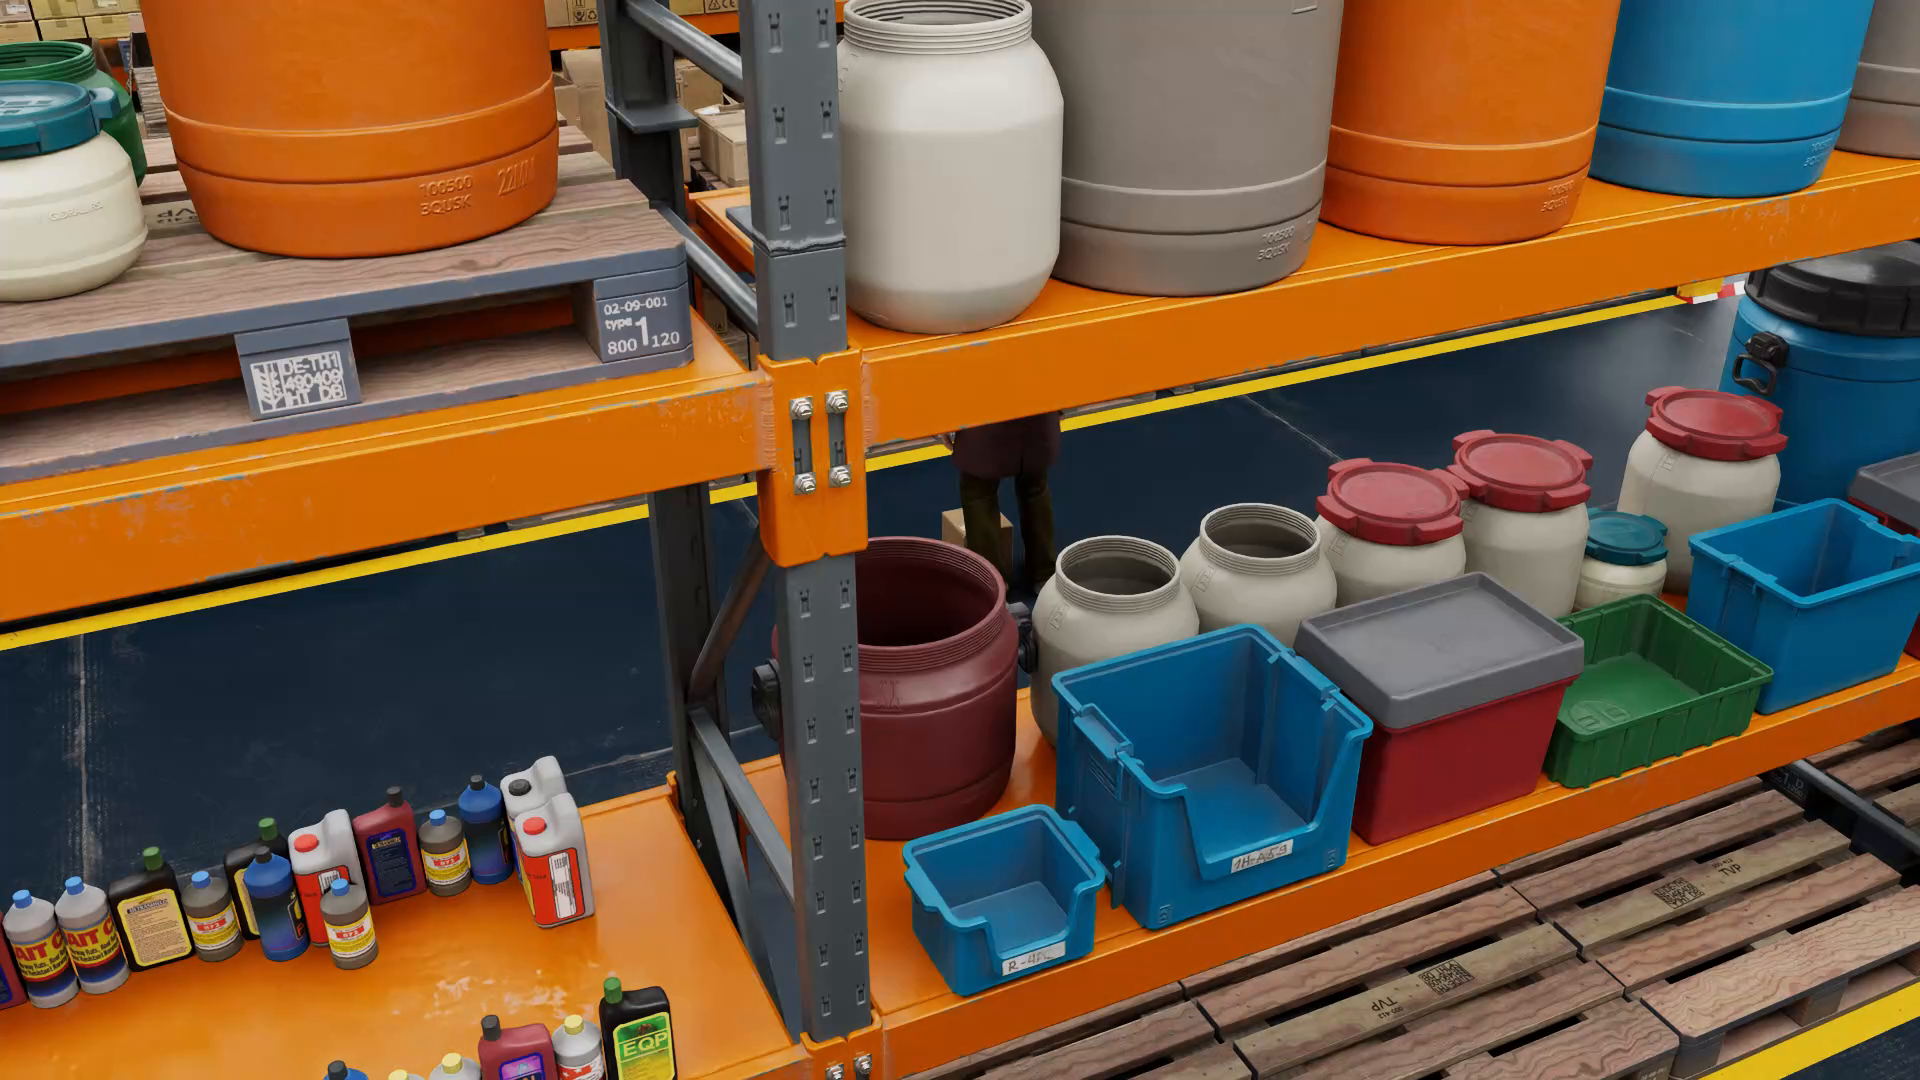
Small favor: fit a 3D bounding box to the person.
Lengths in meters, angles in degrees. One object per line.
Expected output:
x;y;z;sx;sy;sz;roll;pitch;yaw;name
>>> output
0.198;-0.551;7.134;0.644;1.774;0.427;-13;31;-22;person
